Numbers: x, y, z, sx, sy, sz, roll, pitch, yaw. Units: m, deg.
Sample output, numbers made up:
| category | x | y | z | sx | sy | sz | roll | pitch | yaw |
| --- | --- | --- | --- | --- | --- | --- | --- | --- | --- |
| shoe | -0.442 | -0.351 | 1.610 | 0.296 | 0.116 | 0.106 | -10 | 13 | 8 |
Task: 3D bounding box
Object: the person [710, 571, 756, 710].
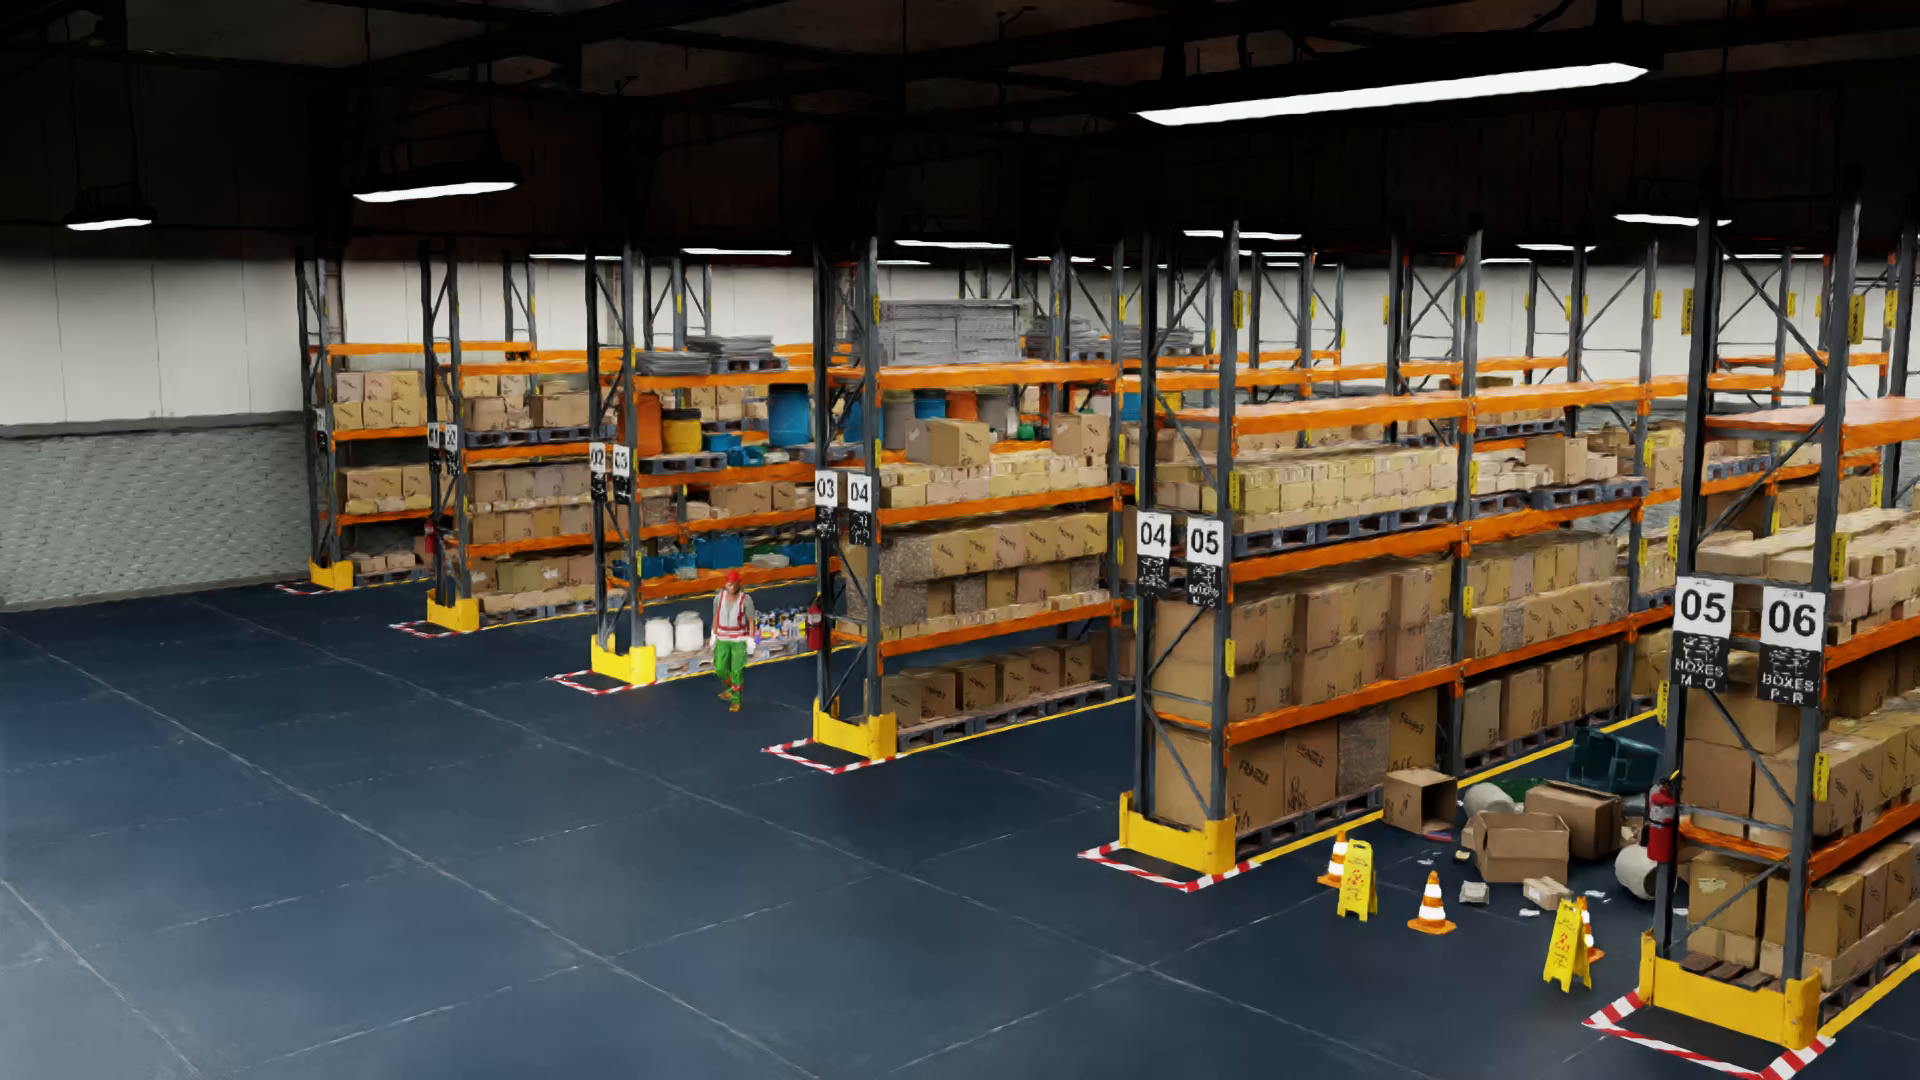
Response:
| category | x | y | z | sx | sy | sz | roll | pitch | yaw |
| --- | --- | --- | --- | --- | --- | --- | --- | --- | --- |
| person | -2.845 | 1.237 | 20.906 | 0.587 | 1.777 | 0.576 | 2 | 9 | 12 |
